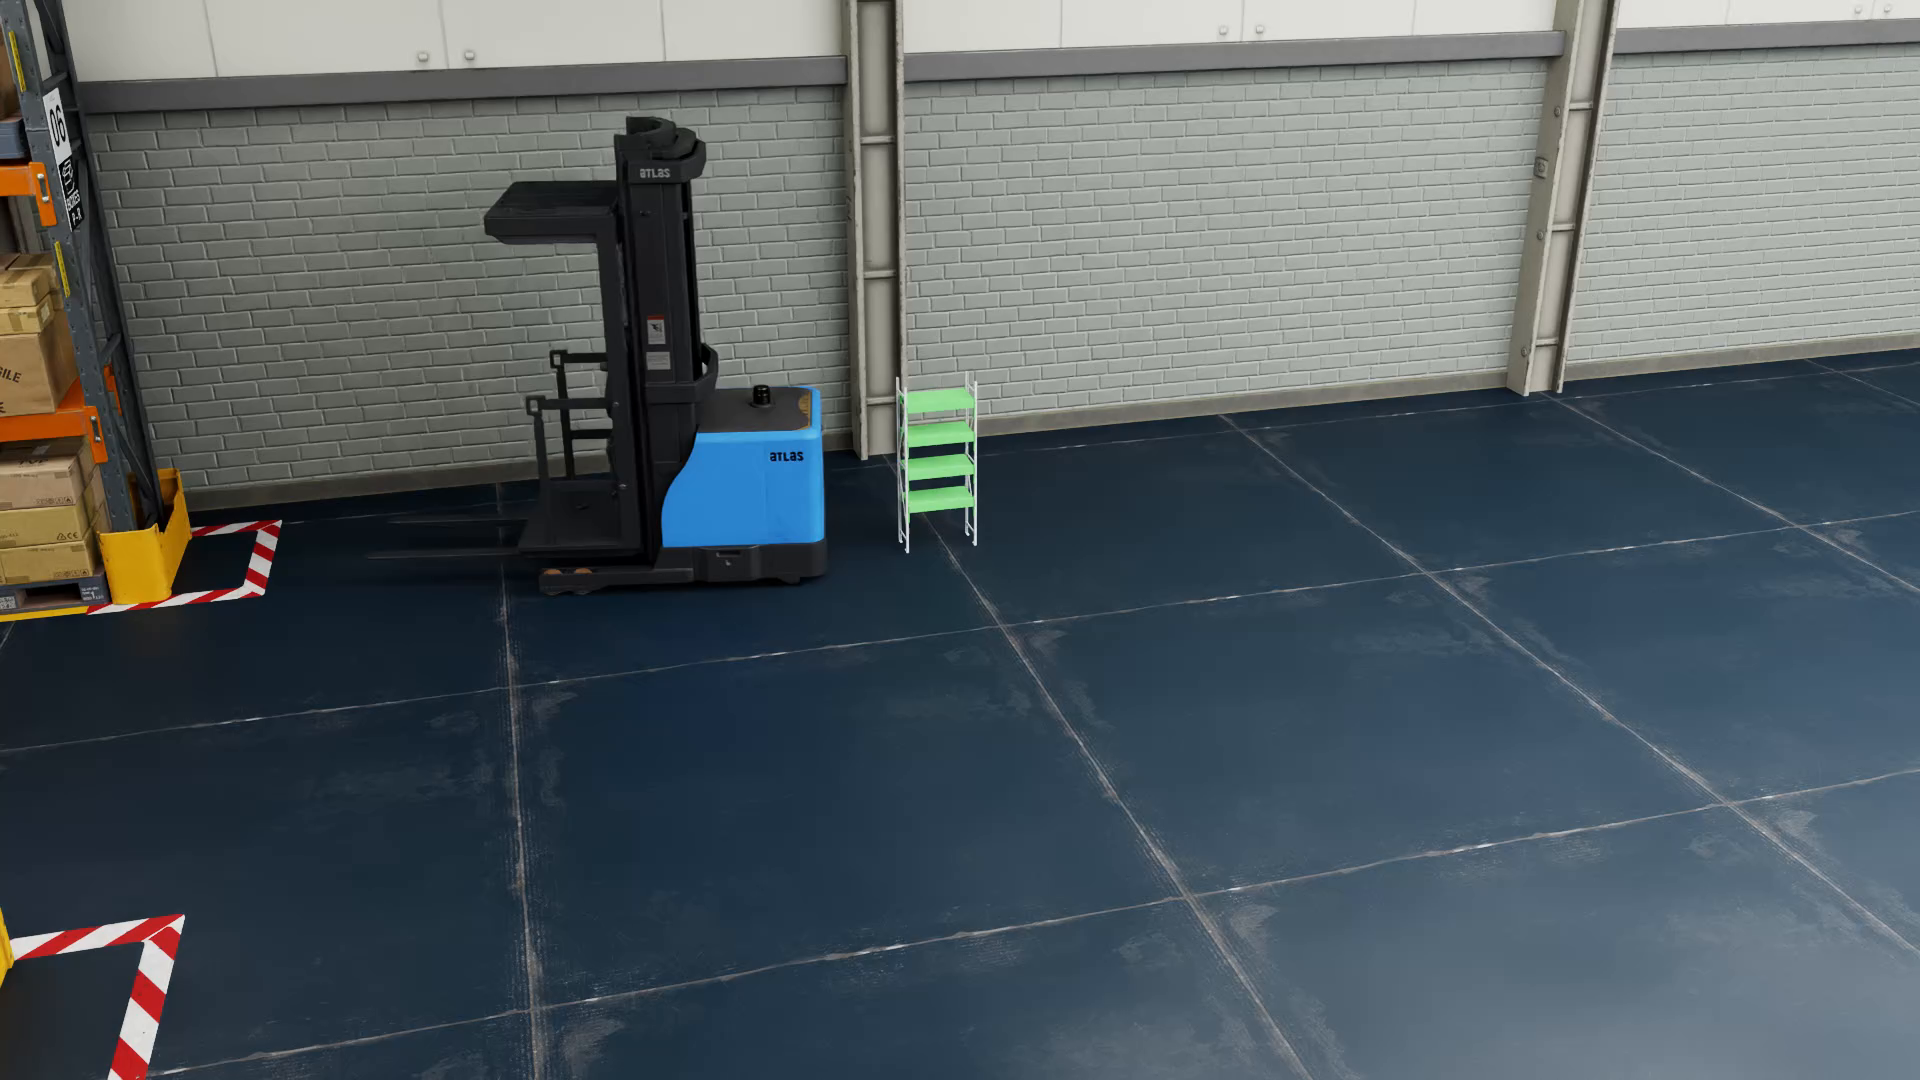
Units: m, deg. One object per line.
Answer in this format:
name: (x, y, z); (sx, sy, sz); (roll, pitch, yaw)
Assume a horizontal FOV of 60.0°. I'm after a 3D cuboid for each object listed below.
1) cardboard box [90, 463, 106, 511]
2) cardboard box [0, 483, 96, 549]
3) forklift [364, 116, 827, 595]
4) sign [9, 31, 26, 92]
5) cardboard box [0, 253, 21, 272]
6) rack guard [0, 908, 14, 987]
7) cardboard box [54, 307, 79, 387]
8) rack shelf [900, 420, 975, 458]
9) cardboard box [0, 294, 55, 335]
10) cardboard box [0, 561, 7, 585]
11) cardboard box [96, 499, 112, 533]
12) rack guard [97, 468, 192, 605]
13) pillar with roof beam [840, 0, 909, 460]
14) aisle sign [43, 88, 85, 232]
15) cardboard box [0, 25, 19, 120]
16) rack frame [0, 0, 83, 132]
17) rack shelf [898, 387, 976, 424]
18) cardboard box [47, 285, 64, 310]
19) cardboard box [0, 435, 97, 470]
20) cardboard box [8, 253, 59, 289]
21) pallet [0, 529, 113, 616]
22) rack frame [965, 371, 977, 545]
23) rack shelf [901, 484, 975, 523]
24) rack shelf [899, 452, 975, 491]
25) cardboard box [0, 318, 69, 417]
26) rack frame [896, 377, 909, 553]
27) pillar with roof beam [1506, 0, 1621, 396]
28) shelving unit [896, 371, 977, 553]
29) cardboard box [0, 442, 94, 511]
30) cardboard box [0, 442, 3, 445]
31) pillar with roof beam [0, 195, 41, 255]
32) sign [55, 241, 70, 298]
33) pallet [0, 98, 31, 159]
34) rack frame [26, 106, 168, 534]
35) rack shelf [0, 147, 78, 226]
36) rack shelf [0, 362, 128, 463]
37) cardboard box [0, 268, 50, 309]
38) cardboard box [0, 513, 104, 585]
cardboard box: (-6.012, -0.374, 11.139); (0.500, 0.250, 0.500); (-6, 24, -13)
cardboard box: (-5.888, -0.175, 10.674); (0.500, 0.250, 0.500); (-7, 24, -15)
forklift: (-2.429, -1.201, 10.833); (3.031, 2.935, 1.130); (-2, 23, -4)
sign: (-5.370, -2.728, 9.477); (0.005, 0.325, 0.100); (-6, 24, -14)
cardboard box: (-6.157, -1.708, 10.599); (0.250, 0.149, 0.380); (-5, 24, -13)
rack guard: (-4.232, 1.855, 6.794); (0.348, 0.500, 1.175); (-6, 24, -14)
cardboard box: (-6.055, -1.285, 10.814); (0.500, 0.500, 0.500); (-6, 24, -13)
rack shelf: (-0.159, -0.696, 11.403); (0.480, 0.148, 0.258); (-6, 24, -14)
cardboard box: (-5.761, -1.387, 10.229); (0.250, 0.149, 0.380); (-6, 24, -14)
cardboard box: (-6.352, 0.104, 10.659); (0.500, 0.250, 0.500); (-6, 24, -14)
cardboard box: (-6.029, -0.138, 11.221); (0.500, 0.250, 0.500); (-6, 24, -14)
rack guard: (-5.480, -0.040, 11.210); (0.348, 0.500, 1.175); (-6, 24, -14)
pillar with roof beam: (0.523, -3.216, 7.833); (0.400, 9.000, 9.100); (-6, 24, -14)
aisle sign: (-5.361, -2.276, 9.955); (0.004, 0.787, 0.394); (-6, 24, -14)
cardboard box: (-5.864, -2.710, 9.671); (0.500, 0.500, 0.500); (-6, 24, -13)
rack frame: (-5.503, -3.943, 9.528); (0.127, 3.000, 1.000); (-6, 24, -14)
rack shelf: (-0.159, -0.916, 11.308); (0.480, 0.148, 0.258); (-6, 24, -14)
cardboard box: (-5.900, -1.593, 10.708); (0.250, 0.149, 0.380); (-7, 24, -16)
cardboard box: (-6.017, -0.596, 11.021); (0.500, 0.250, 0.500); (-7, 24, -15)
cardboard box: (-5.884, -1.712, 10.610); (0.250, 0.149, 0.380); (-7, 24, -15)
pallet: (-6.228, 0.192, 11.034); (1.213, 0.211, 1.003); (-6, 24, -14)
rack frame: (0.076, -0.560, 11.533); (0.015, 1.200, 0.240); (-6, 24, -14)
rack shelf: (-0.159, -0.254, 11.592); (0.480, 0.148, 0.258); (-6, 24, -14)
rack shelf: (-0.159, -0.475, 11.497); (0.480, 0.148, 0.258); (-6, 24, -14)
cardboard box: (-5.906, -1.080, 10.336); (0.500, 0.500, 0.500); (-7, 24, -16)
rack frame: (-0.394, -0.508, 11.412); (0.015, 1.200, 0.240); (-6, 24, -14)
pillar with roof beam: (6.300, -3.855, 9.322); (0.400, 9.000, 9.100); (-6, 24, -14)
shelving unit: (-0.159, -0.534, 11.472); (0.503, 1.200, 0.258); (-6, 24, -14)
cardboard box: (-5.862, -0.408, 10.583); (0.500, 0.250, 0.500); (-5, 24, -13)
cardboard box: (-6.497, -0.541, 10.894); (0.500, 0.250, 0.500); (-6, 24, -14)
pillar with roof beam: (-5.254, -2.577, 6.343); (0.400, 9.000, 9.100); (-6, 24, -14)
sign: (-5.370, -1.620, 9.952); (0.005, 0.325, 0.100); (-6, 24, -14)
pallet: (-6.191, -2.459, 9.984); (1.213, 0.211, 1.003); (-6, 24, -14)
rack frame: (-5.503, -1.186, 10.711); (0.127, 3.000, 1.000); (-6, 24, -14)
rack shelf: (-7.429, -2.021, 9.765); (4.000, 0.370, 1.077); (-6, 24, -14)
rack shelf: (-7.429, -0.643, 10.356); (4.000, 0.370, 1.077); (-6, 24, -14)
cardboard box: (-5.791, -1.549, 10.229); (0.250, 0.149, 0.380); (-6, 24, -14)
cardboard box: (-5.870, 0.054, 10.774); (0.500, 0.250, 0.500); (-6, 24, -14)
